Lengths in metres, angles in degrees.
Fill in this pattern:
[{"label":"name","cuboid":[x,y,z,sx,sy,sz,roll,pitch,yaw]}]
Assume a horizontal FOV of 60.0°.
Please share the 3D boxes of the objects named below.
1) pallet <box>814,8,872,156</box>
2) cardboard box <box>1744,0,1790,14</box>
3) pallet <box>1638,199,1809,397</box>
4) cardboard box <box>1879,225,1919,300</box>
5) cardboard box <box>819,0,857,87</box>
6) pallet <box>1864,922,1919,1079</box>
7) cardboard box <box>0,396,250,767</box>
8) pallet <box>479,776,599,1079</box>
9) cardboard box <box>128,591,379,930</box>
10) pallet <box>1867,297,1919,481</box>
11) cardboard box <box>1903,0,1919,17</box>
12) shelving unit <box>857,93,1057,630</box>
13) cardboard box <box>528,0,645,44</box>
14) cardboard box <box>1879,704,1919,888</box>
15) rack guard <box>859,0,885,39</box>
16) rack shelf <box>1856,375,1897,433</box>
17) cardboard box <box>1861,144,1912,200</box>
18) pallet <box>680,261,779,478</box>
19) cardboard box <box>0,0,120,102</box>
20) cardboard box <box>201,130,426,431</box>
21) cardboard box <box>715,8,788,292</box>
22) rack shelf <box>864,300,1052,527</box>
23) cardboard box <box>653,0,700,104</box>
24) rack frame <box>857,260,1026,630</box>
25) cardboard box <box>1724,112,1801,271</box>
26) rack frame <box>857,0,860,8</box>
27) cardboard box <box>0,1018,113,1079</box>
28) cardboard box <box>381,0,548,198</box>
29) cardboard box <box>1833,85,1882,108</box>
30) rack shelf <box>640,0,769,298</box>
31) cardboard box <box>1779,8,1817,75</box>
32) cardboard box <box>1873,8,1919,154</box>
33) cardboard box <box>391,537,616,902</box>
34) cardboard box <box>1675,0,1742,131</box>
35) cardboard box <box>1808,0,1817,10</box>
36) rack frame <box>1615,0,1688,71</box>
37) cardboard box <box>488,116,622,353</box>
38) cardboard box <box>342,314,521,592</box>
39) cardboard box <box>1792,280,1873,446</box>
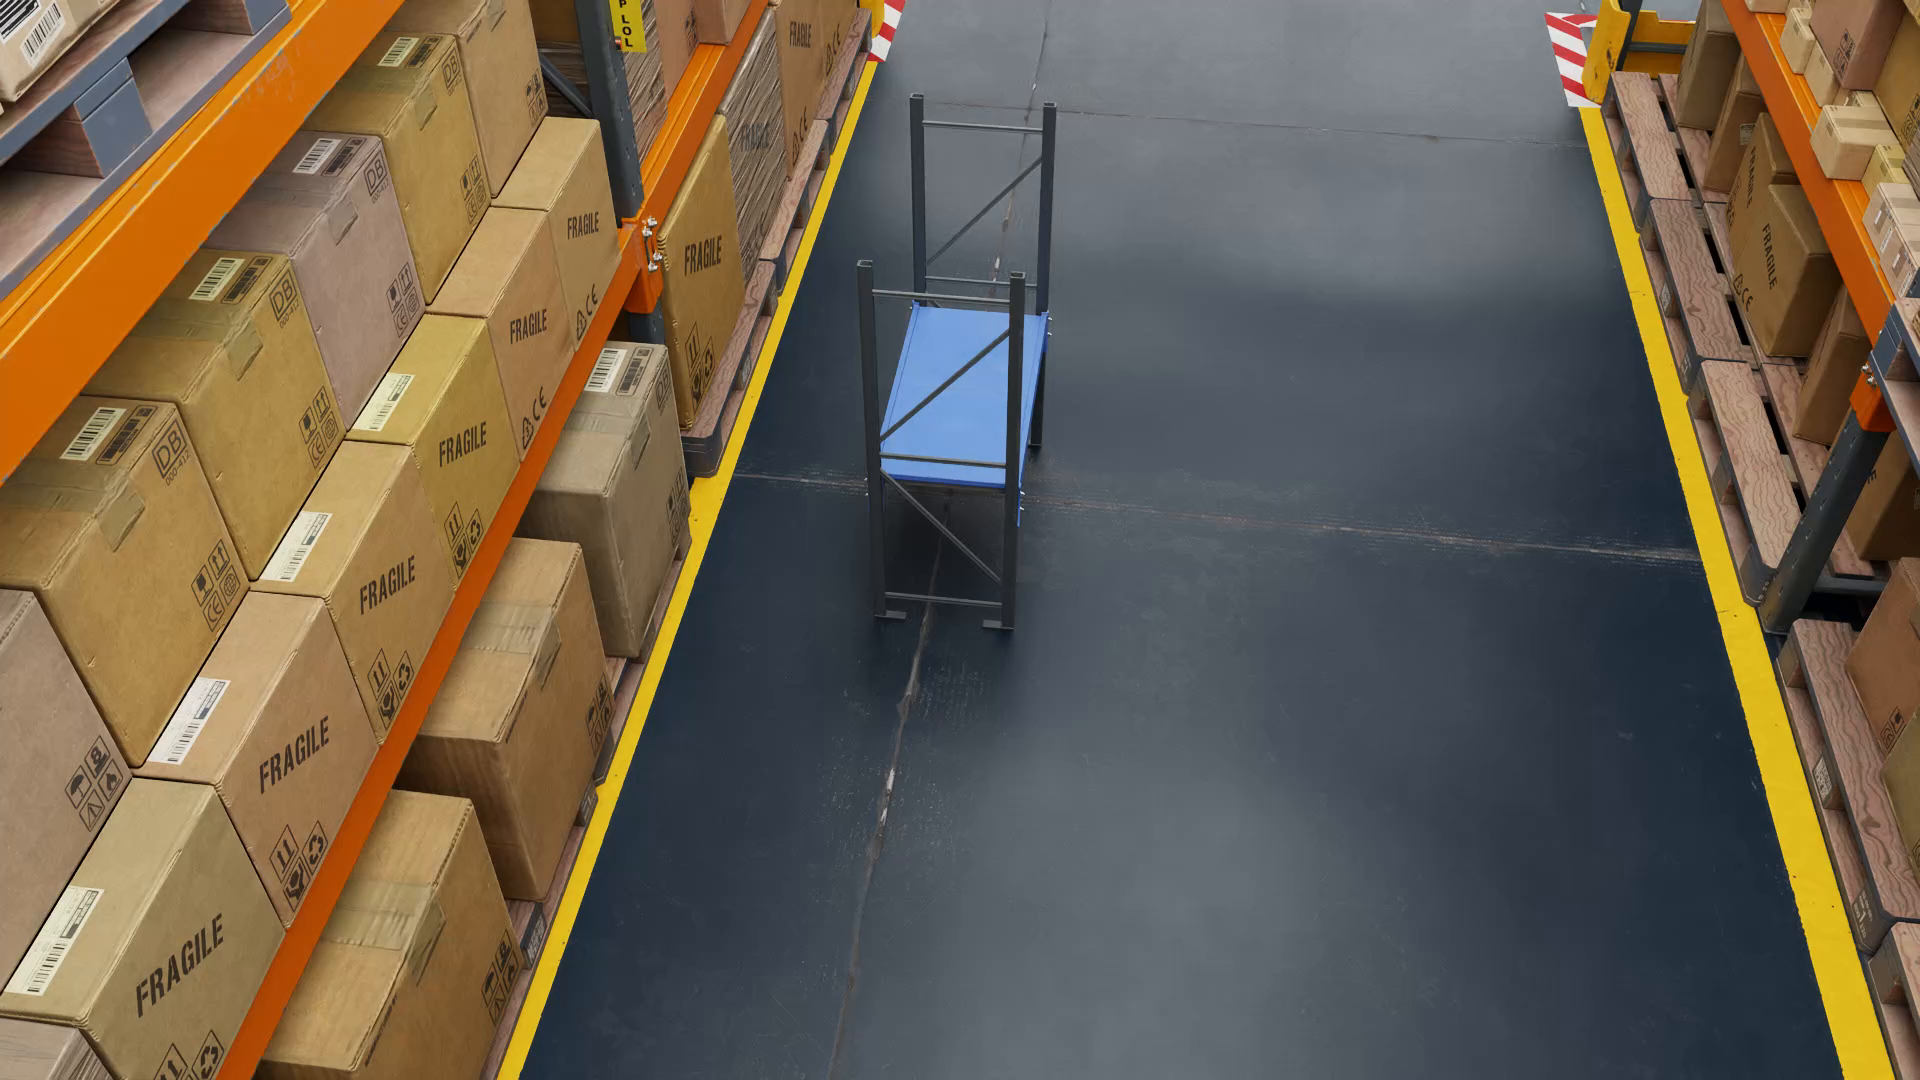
[{"label":"pallet","cuboid":[-1.049,-2.431,8.664,1.003,0.211,1.213,5,44,6]},{"label":"cardboard box","cuboid":[3.313,-2.199,6.573,0.380,0.149,0.250,5,44,6]},{"label":"pallet","cuboid":[3.566,-1.032,7.186,1.003,0.211,1.213,5,44,6]},{"label":"cardboard box","cuboid":[3.090,-0.832,5.130,0.380,0.149,0.250,5,44,6]},{"label":"cardboard box","cuboid":[-1.045,-2.908,8.380,0.875,0.875,0.875,5,44,6]},{"label":"pallet","cuboid":[3.093,1.627,4.378,1.003,0.211,1.213,5,44,6]},{"label":"cardboard box","cuboid":[-1.878,0.057,3.208,0.700,0.500,0.500,5,44,5]},{"label":"pallet","cuboid":[-1.736,1.110,4.925,1.003,0.211,1.213,5,44,6]},{"label":"cardboard box","cuboid":[-1.620,0.448,3.522,0.500,0.500,0.500,5,44,5]},{"label":"pallet","cuboid":[3.108,-0.173,4.390,1.003,0.211,1.213,5,44,6]},{"label":"cardboard box","cuboid":[3.205,-1.930,5.090,0.500,0.500,0.500,5,44,6]},{"label":"shelving unit","cuboid":[0.011,-0.603,5.796,0.538,1.500,1.048,5,44,6]},{"label":"cardboard box","cuboid":[-1.467,-1.964,5.249,0.875,0.550,0.550,5,44,6]},{"label":"cardboard box","cuboid":[3.169,0.738,4.787,0.700,0.500,0.500,5,44,5]},{"label":"rack guard","cuboid":[-1.018,-3.104,9.165,1.175,0.500,0.348,5,44,6]},{"label":"rack shelf","cuboid":[3.089,0.874,3.668,1.077,0.370,4.000,5,44,6]},{"label":"cardboard box","cuboid":[3.225,-1.166,5.483,0.380,0.149,0.250,5,44,6]},{"label":"pallet","cuboid":[-1.372,-0.768,6.908,1.003,0.211,1.213,5,44,6]},{"label":"cardboard box","cuboid":[-1.631,-0.954,2.581,0.500,0.311,0.500,5,44,5]},{"label":"cardboard box","cuboid":[-1.743,-0.635,3.939,0.700,0.500,0.500,6,44,6]},{"label":"cardboard box","cuboid":[-1.282,-1.687,7.090,0.875,0.875,0.875,6,44,6]},{"label":"rack shelf","cuboid":[0.011,-0.472,5.919,0.538,0.185,1.000,5,44,6]},{"label":"cardboard box","cuboid":[-1.463,-1.953,6.022,0.875,0.550,0.550,5,44,6]},{"label":"rack frame","cuboid":[-0.056,-0.256,5.430,0.500,1.500,0.032,5,44,6]},{"label":"cardboard box","cuboid":[3.636,-1.461,7.124,0.500,0.500,0.500,9,44,9]},{"label":"rack frame","cuboid":[-1.021,-3.996,8.288,1.000,3.000,0.127,5,44,6]},{"label":"cardboard box","cuboid":[-1.752,1.139,2.793,0.500,0.500,0.500,6,44,6]},{"label":"cardboard box","cuboid":[-1.610,-1.330,4.673,0.700,0.500,0.500,5,44,5]},{"label":"cardboard box","cuboid":[3.311,-1.505,5.841,0.380,0.149,0.250,5,44,6]},{"label":"rack shelf","cuboid":[-1.286,-2.371,7.096,1.077,0.370,4.000,5,44,6]},{"label":"cardboard box","cuboid":[3.303,-1.853,6.208,0.380,0.149,0.250,5,44,6]},{"label":"cardboard box","cuboid":[3.575,-1.533,5.398,0.875,0.500,0.500,5,44,6]},{"label":"cardboard box","cuboid":[-1.674,0.483,4.889,1.050,0.750,0.750,5,44,6]},{"label":"cardboard box","cuboid":[3.783,-2.297,8.006,0.500,0.500,0.500,13,45,13]},{"label":"cardboard box","cuboid":[3.648,-2.220,6.124,0.875,0.500,0.500,5,44,6]},{"label":"rack frame","cuboid":[3.882,-3.476,7.739,1.000,3.000,0.127,5,44,6]},{"label":"cardboard box","cuboid":[-1.354,-0.926,4.973,0.500,0.500,0.500,5,44,5]},{"label":"cardboard box","cuboid":[-1.488,-0.237,4.246,0.500,0.500,0.500,6,44,6]},{"label":"cardboard box","cuboid":[3.514,-0.655,6.272,0.500,0.500,0.500,19,46,19]}]
